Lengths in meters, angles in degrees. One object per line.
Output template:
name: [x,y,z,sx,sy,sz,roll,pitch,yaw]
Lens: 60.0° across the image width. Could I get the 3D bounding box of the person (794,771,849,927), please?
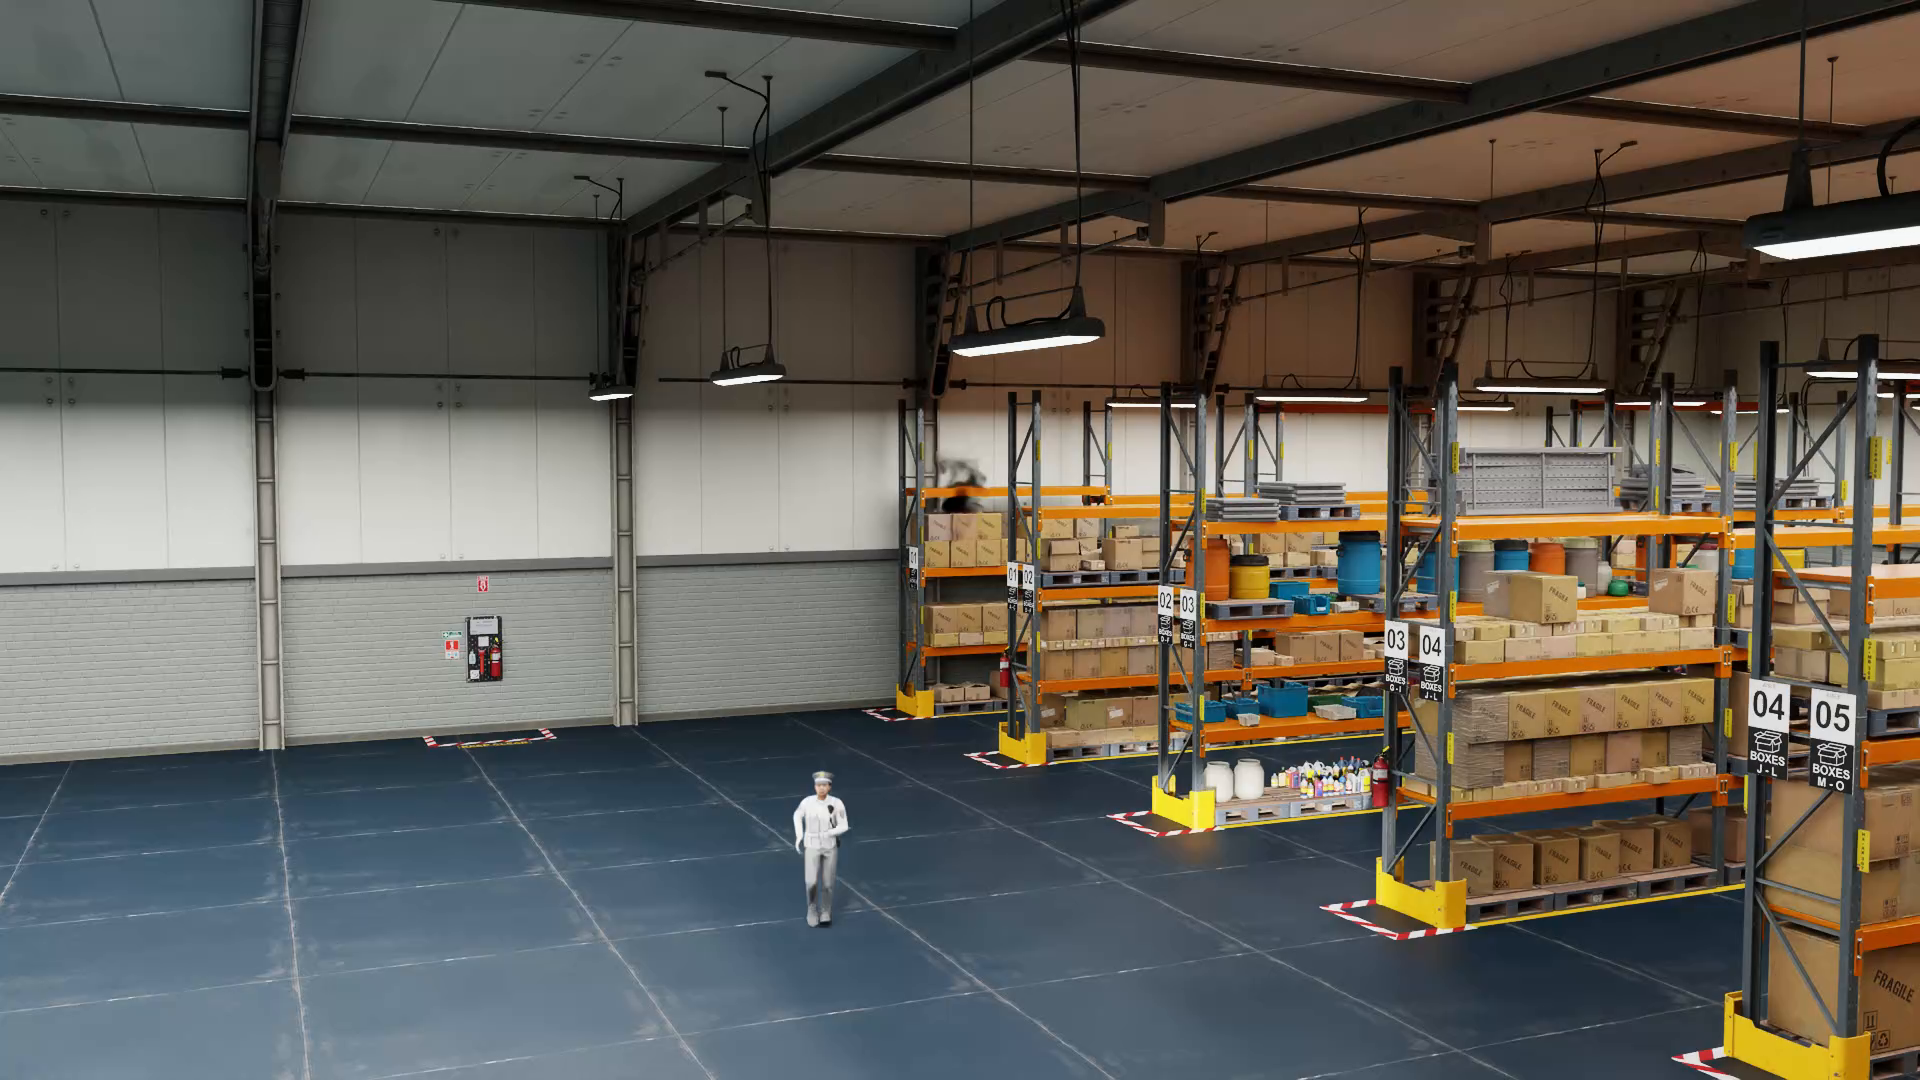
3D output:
person: [-1.478,3.281,17.648,0.592,1.671,0.641,0,3,-3]
